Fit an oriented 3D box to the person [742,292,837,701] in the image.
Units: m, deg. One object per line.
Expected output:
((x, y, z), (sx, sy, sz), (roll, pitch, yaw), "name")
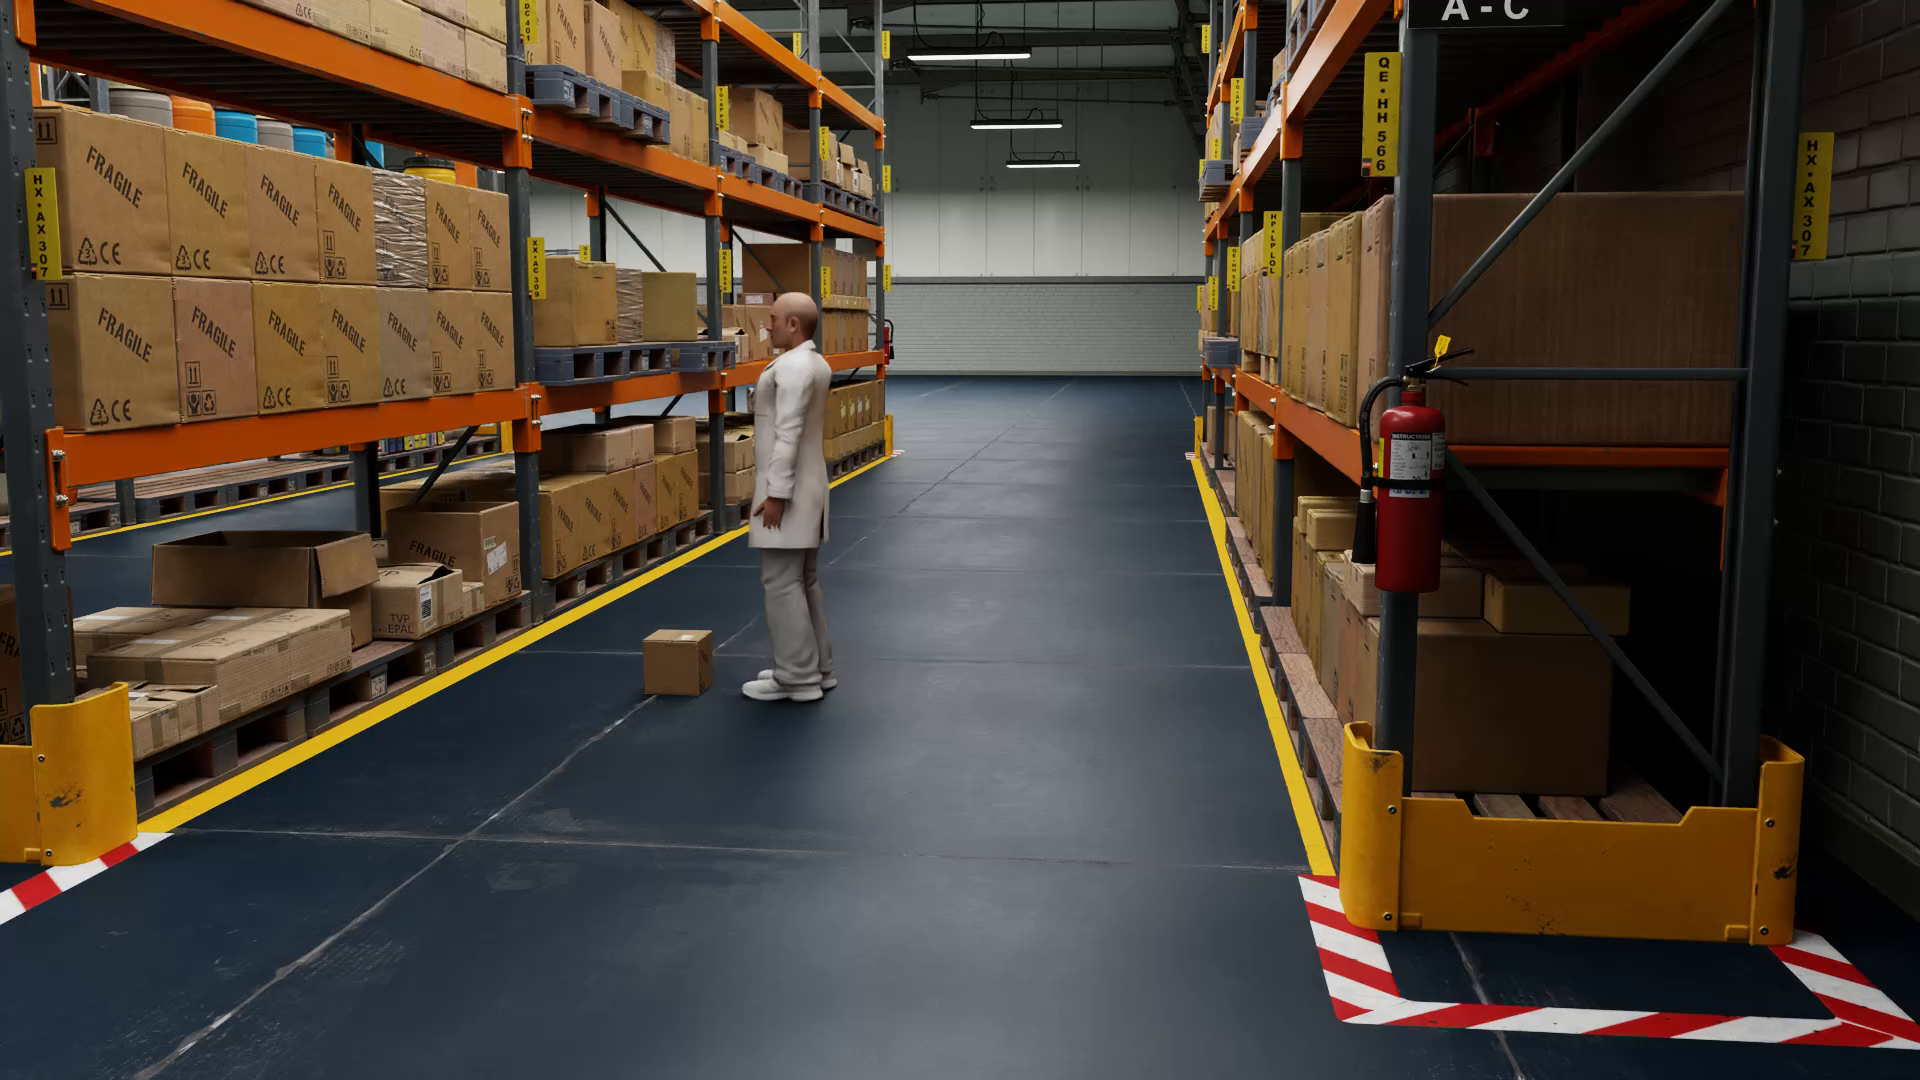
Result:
((-0.765, -0.195, 7.340), (0.386, 1.778, 0.571), (1, 7, 7), "person")
